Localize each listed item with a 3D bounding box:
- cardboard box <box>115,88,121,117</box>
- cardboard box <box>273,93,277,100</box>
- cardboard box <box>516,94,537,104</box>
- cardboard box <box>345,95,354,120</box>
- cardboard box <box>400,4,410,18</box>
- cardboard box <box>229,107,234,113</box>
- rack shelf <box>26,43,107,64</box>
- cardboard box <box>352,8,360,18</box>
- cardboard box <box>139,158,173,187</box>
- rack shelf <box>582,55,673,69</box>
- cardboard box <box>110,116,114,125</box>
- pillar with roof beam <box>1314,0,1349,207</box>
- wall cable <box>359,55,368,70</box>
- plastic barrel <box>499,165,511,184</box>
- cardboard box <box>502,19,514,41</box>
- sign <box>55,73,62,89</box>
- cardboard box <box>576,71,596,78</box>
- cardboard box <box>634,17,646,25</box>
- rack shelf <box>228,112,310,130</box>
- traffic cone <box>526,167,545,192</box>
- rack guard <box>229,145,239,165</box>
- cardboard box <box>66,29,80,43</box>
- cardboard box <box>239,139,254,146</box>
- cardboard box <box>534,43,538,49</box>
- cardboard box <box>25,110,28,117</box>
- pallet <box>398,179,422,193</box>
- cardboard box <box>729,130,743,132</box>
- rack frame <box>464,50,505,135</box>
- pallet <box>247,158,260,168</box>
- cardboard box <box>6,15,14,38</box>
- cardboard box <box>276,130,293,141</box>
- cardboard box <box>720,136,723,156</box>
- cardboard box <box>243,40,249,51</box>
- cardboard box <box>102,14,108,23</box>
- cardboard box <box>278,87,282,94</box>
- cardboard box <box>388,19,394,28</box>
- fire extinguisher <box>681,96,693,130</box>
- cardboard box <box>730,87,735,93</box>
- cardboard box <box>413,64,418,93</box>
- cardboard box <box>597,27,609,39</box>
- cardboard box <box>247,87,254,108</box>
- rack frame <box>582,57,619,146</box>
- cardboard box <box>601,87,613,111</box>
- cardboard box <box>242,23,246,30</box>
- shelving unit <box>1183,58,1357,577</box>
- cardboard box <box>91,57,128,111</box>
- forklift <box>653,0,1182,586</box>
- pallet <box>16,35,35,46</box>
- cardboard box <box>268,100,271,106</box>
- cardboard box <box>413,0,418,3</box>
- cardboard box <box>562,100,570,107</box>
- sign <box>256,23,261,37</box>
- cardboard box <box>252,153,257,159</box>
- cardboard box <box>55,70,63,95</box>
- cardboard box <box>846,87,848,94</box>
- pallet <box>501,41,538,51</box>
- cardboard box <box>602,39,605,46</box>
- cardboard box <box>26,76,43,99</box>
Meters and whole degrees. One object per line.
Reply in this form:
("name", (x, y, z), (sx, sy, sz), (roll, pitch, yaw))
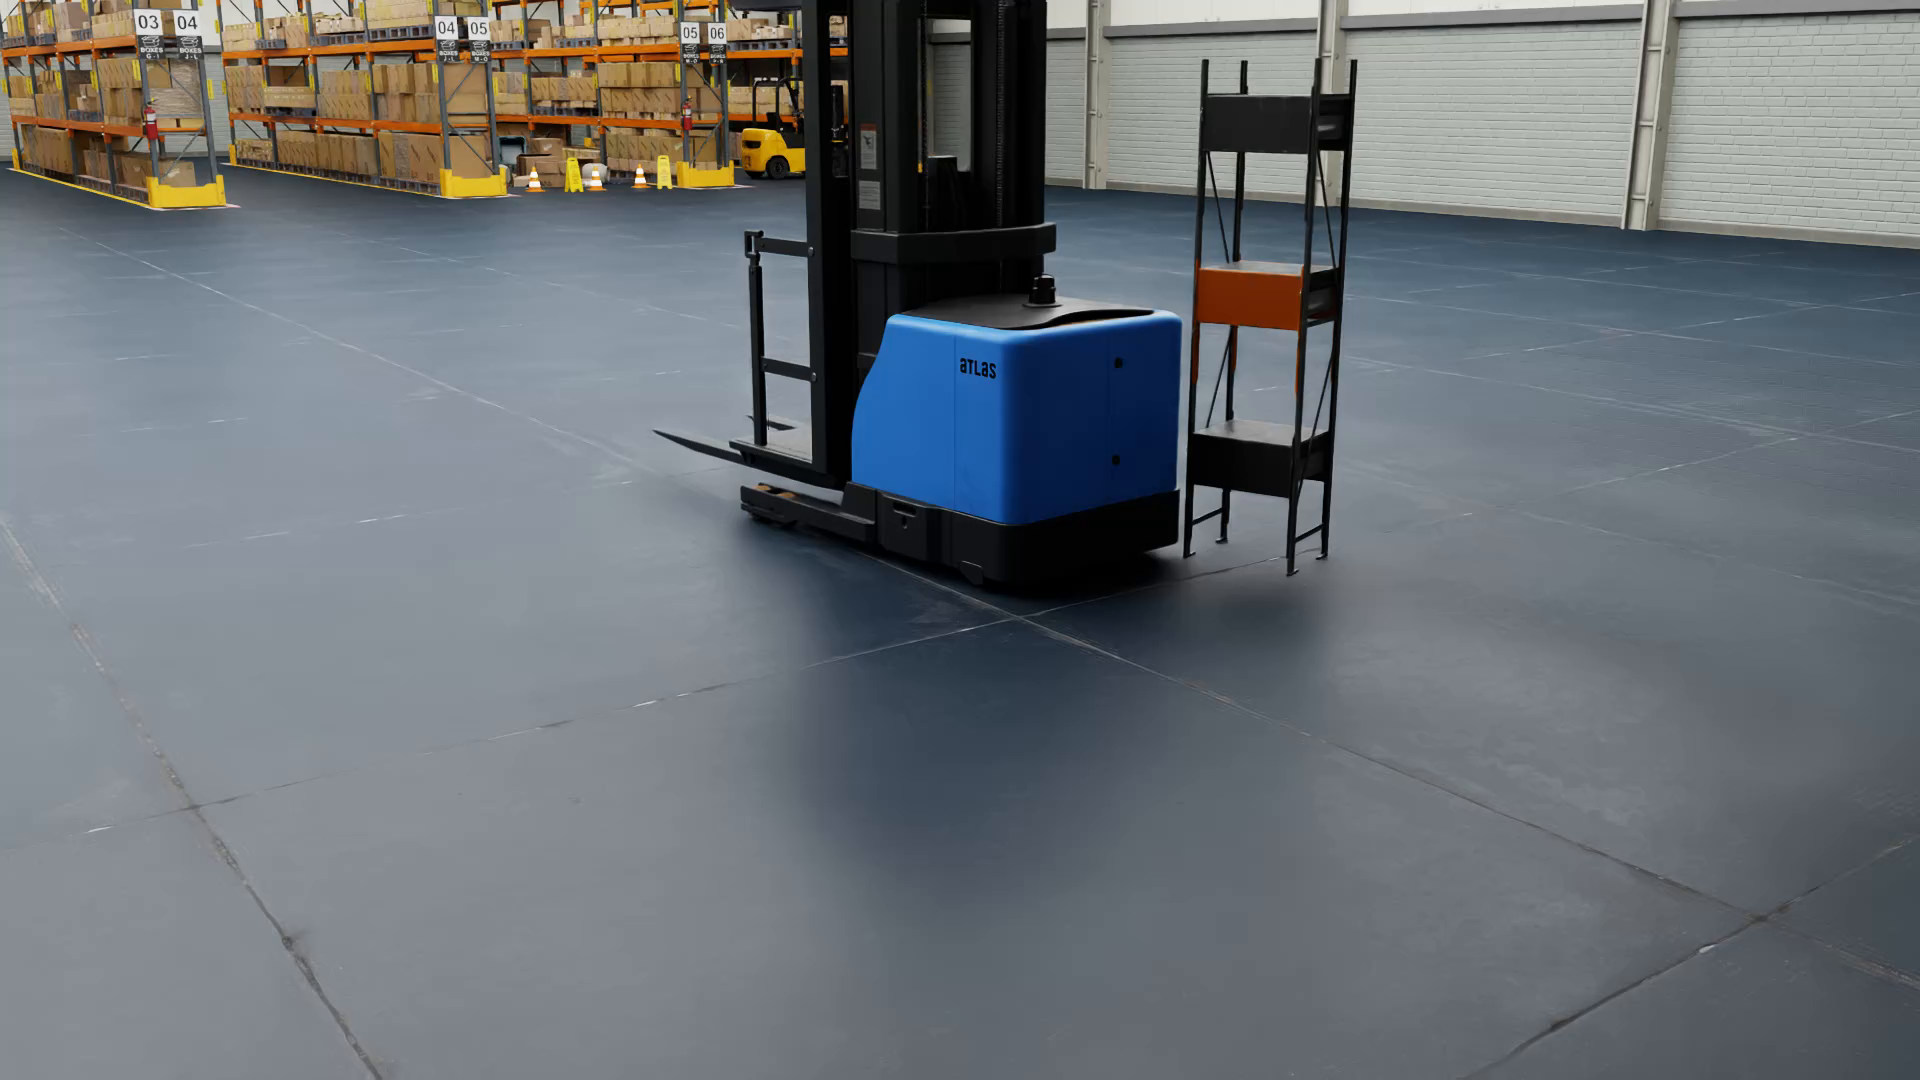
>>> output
("cardboard box", (-14.676, -7.893, 29.978), (0.875, 0.500, 0.500), (-11, 19, -35))
("cardboard box", (-15.845, -10.370, 38.901), (0.380, 0.149, 0.250), (-12, 19, -37))
("cardboard box", (-10.357, -10.635, 40.088), (0.500, 0.250, 0.500), (-11, 19, -35))
("cardboard box", (-12.577, -9.092, 34.924), (0.500, 0.500, 0.500), (-11, 19, -34))
("cardboard box", (-10.210, -9.948, 31.295), (0.500, 0.250, 0.500), (-11, 19, -35))
("cardboard box", (-18.590, -11.079, 42.850), (0.380, 0.149, 0.250), (-11, 19, -35))
("rack shelf", (-19.059, -10.391, 35.540), (1.077, 0.370, 4.000), (-11, 19, -35))
("cardboard box", (-12.563, -11.030, 35.339), (0.500, 0.500, 0.500), (-11, 19, -35))
("cardboard box", (-14.557, -6.674, 30.217), (0.500, 0.500, 0.500), (-13, 20, -39))
("rack shelf", (-9.382, -13.555, 47.098), (1.077, 0.370, 4.000), (-11, 19, -35))
("cardboard box", (-15.342, -7.692, 30.473), (0.380, 0.149, 0.250), (-11, 19, -35))
("pillar with roof beam", (2.743, -9.417, 24.935), (9.100, 9.000, 0.400), (-11, 19, -35))
("wall cable", (-17.905, -13.816, 50.390), (0.585, 1.953, 0.123), (-11, 19, -35))
("plastic barrel", (-9.552, -7.511, 34.218), (0.512, 0.421, 0.421), (1, 15, 4))
("cardboard box", (-10.603, -12.282, 40.100), (0.700, 0.500, 0.500), (-12, 19, -37))
("sign", (-18.330, -9.336, 33.810), (0.100, 0.325, 0.005), (-11, 19, -35))
("cardboard box", (-8.385, -10.464, 37.348), (0.380, 0.149, 0.250), (-12, 19, -36))
("cardboard box", (-6.530, -10.753, 34.465), (0.380, 0.149, 0.250), (-10, 18, -33))
("rack shelf", (-17.340, -10.547, 41.790), (1.077, 0.370, 4.000), (-11, 19, -35))
("traffic cone", (-8.272, -7.014, 32.327), (0.336, 0.463, 0.334), (-11, 19, -35))
("rack guard", (-18.471, -10.099, 43.526), (1.175, 0.500, 0.348), (-11, 19, -35))
("cardboard box", (-17.201, -9.881, 32.597), (0.500, 0.250, 0.500), (-10, 18, -33))
("cardboard box", (-18.178, -10.157, 42.481), (0.380, 0.149, 0.250), (-11, 19, -35))
("cardboard box", (-9.819, -11.634, 39.195), (0.380, 0.149, 0.250), (-11, 19, -35))
("cardboard box", (-21.285, -9.831, 38.289), (0.380, 0.149, 0.250), (-10, 18, -34))
("pallet", (-10.355, -6.978, 32.671), (1.003, 0.211, 1.213), (-11, 19, -35))
("cardboard box", (-5.909, -10.643, 43.491), (0.380, 0.149, 0.250), (-10, 18, -32))
("rack frame", (-12.219, -11.256, 43.021), (1.000, 3.000, 0.127), (-11, 19, -35))
("pallet", (-17.309, -9.520, 41.960), (1.003, 0.211, 1.213), (-11, 19, -35))
("cardboard box", (-22.004, -12.077, 39.161), (0.700, 0.500, 0.500), (-12, 19, -37))
("cardboard box", (-15.943, -9.626, 39.584), (0.500, 0.250, 0.500), (-12, 19, -37))
("cardboard box", (-6.277, -10.227, 43.201), (0.500, 0.500, 0.500), (-10, 18, -33))
("cardboard box", (-17.254, -12.121, 40.781), (0.500, 0.250, 0.500), (-11, 19, -35))
("cardboard box", (-14.970, -9.236, 29.485), (0.380, 0.149, 0.250), (-11, 19, -36))
("cardboard box", (-15.543, -10.403, 38.458), (0.380, 0.149, 0.250), (-10, 18, -32))
("cardboard box", (-10.770, -9.932, 31.993), (0.380, 0.149, 0.250), (-11, 19, -34))
("fire extinguisher", (-5.469, -8.561, 33.318), (0.296, 0.674, 0.183), (-11, 19, -35))
("cardboard box", (-5.575, -11.313, 41.810), (0.380, 0.149, 0.250), (-10, 18, -33))
("cardboard box", (-9.912, -8.826, 31.813), (0.875, 0.550, 0.550), (-11, 19, -35))
("cardboard box", (-7.478, -10.930, 35.866), (0.500, 0.250, 0.500), (-11, 19, -36))
("cardboard box", (-17.272, -10.935, 41.094), (0.500, 0.500, 0.500), (-11, 19, -35))
("rack frame", (-10.558, -12.882, 48.960), (1.000, 3.000, 0.127), (-11, 19, -35))
("cardboard box", (-7.482, -9.603, 36.226), (0.500, 0.500, 0.500), (-11, 19, -35))
("cardboard box", (-17.350, -12.571, 40.724), (0.380, 0.149, 0.250), (-11, 19, -35))
("shelving unit", (1.299, -0.939, 7.030), (0.503, 2.100, 0.431), (10, 18, 33))
("cardboard box", (-15.885, -8.693, 31.724), (1.000, 1.000, 1.000), (-11, 19, -34))
("forklift", (-0.394, -1.550, 7.687), (1.130, 2.935, 3.031), (-13, 20, -40))
("pallet", (-20.708, -11.298, 37.661), (1.003, 0.211, 1.213), (-11, 19, -35))
("cardboard box", (-16.136, -10.334, 39.332), (0.380, 0.149, 0.250), (-11, 18, -34))
("cardboard box", (-9.877, -9.993, 30.702), (0.380, 0.149, 0.250), (-10, 18, -34))
("cardboard box", (-8.915, -10.033, 38.231), (0.380, 0.149, 0.250), (-10, 18, -33))
("sign", (-16.598, -12.077, 39.357), (0.100, 0.325, 0.005), (-11, 19, -35))
("cardboard box", (-17.546, -9.658, 41.787), (0.380, 0.149, 0.250), (-11, 19, -35))
("cardboard box", (-18.681, -9.694, 35.224), (0.797, 0.503, 0.637), (-10, 18, -33))
("cardboard box", (-2.355, -10.127, 37.476), (0.380, 0.149, 0.250), (-11, 19, -34))
("pallet", (-10.289, -11.887, 40.002), (1.213, 0.211, 1.003), (-10, 18, -32))
("cardboard box", (-7.530, -10.768, 36.030), (0.380, 0.149, 0.250), (-11, 19, -35))
("cardboard box", (-20.722, -10.208, 37.490), (0.500, 0.500, 0.500), (-10, 18, -33))
